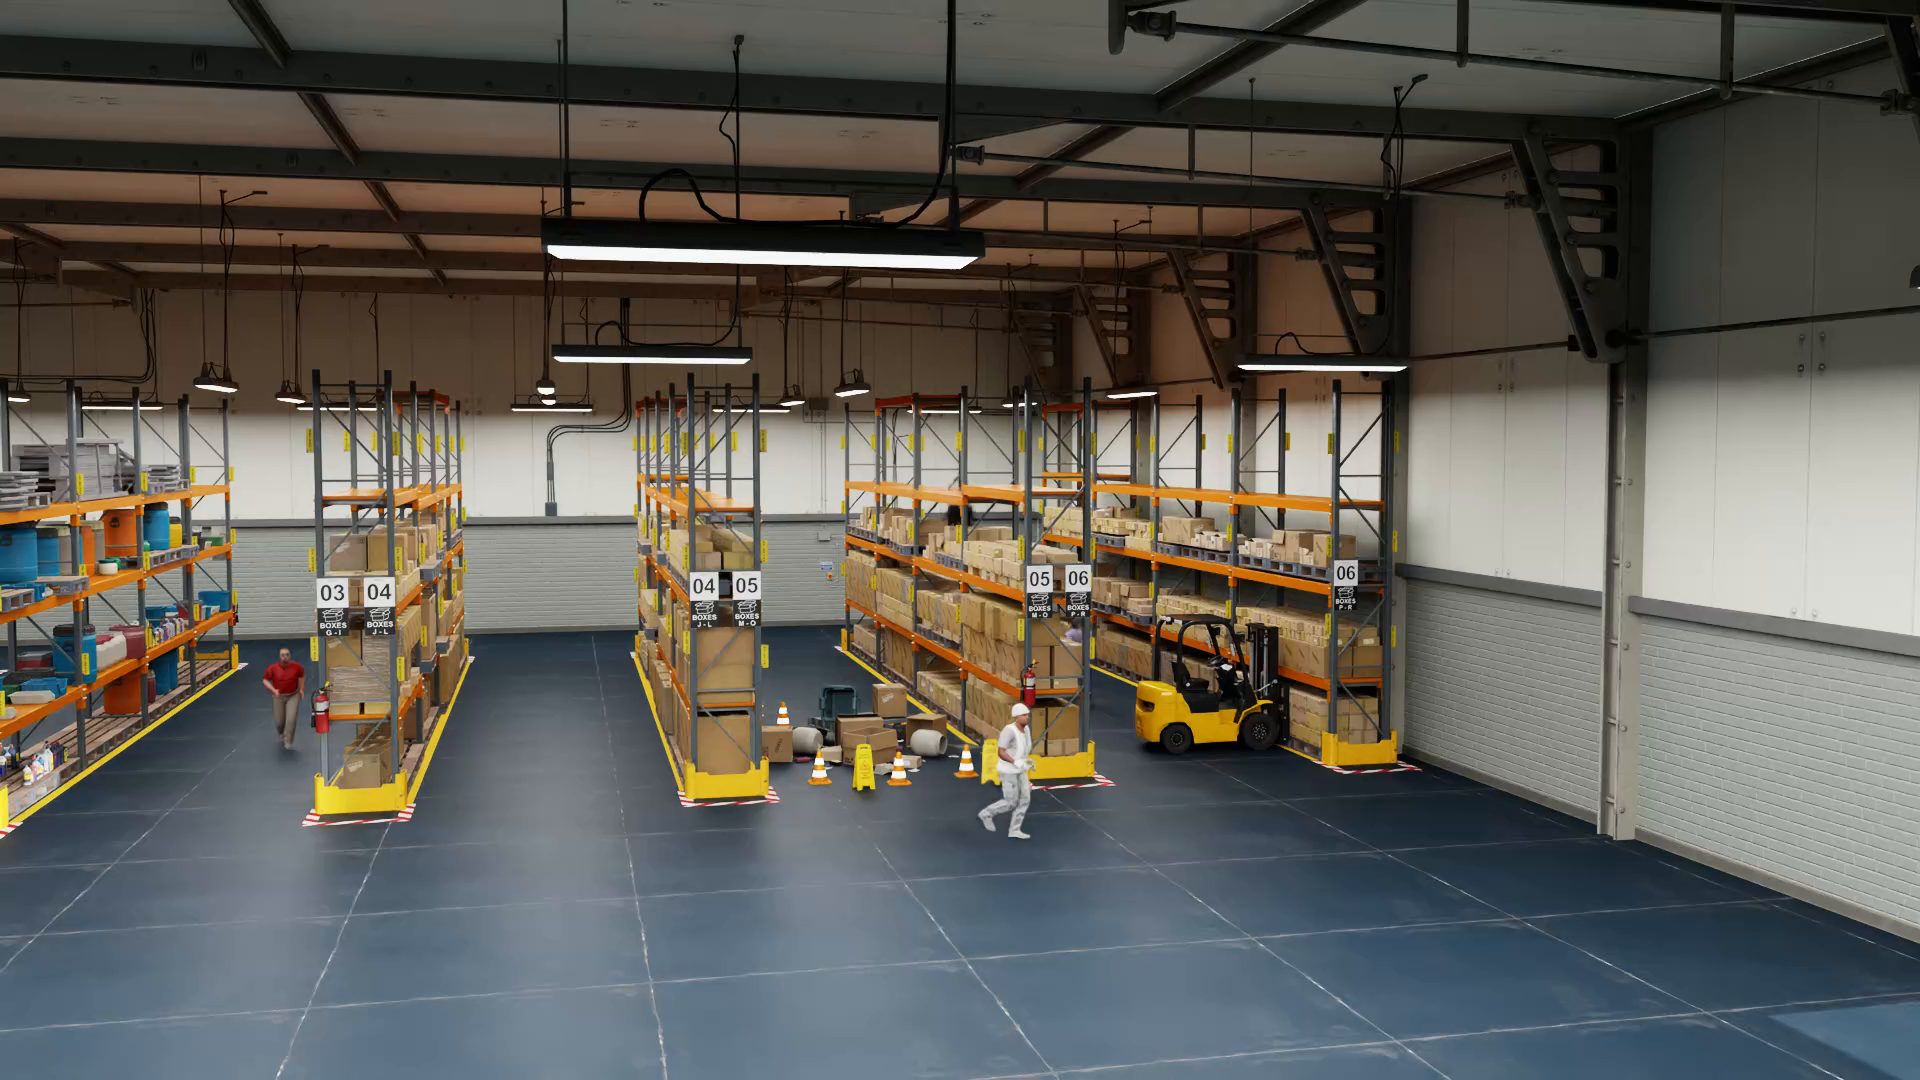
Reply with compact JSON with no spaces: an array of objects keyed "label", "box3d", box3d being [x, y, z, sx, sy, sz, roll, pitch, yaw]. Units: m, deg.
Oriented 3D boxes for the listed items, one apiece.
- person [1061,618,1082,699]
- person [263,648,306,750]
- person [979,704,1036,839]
[{"label":"person","box3d":[2.219,2.332,32.424,0.606,1.579,0.861,-1,4,-20]},{"label":"person","box3d":[-11.112,2.597,27.370,0.659,1.678,0.775,-1,4,-23]},{"label":"person","box3d":[0.621,2.927,21.133,0.782,1.732,0.684,2,4,33]}]
